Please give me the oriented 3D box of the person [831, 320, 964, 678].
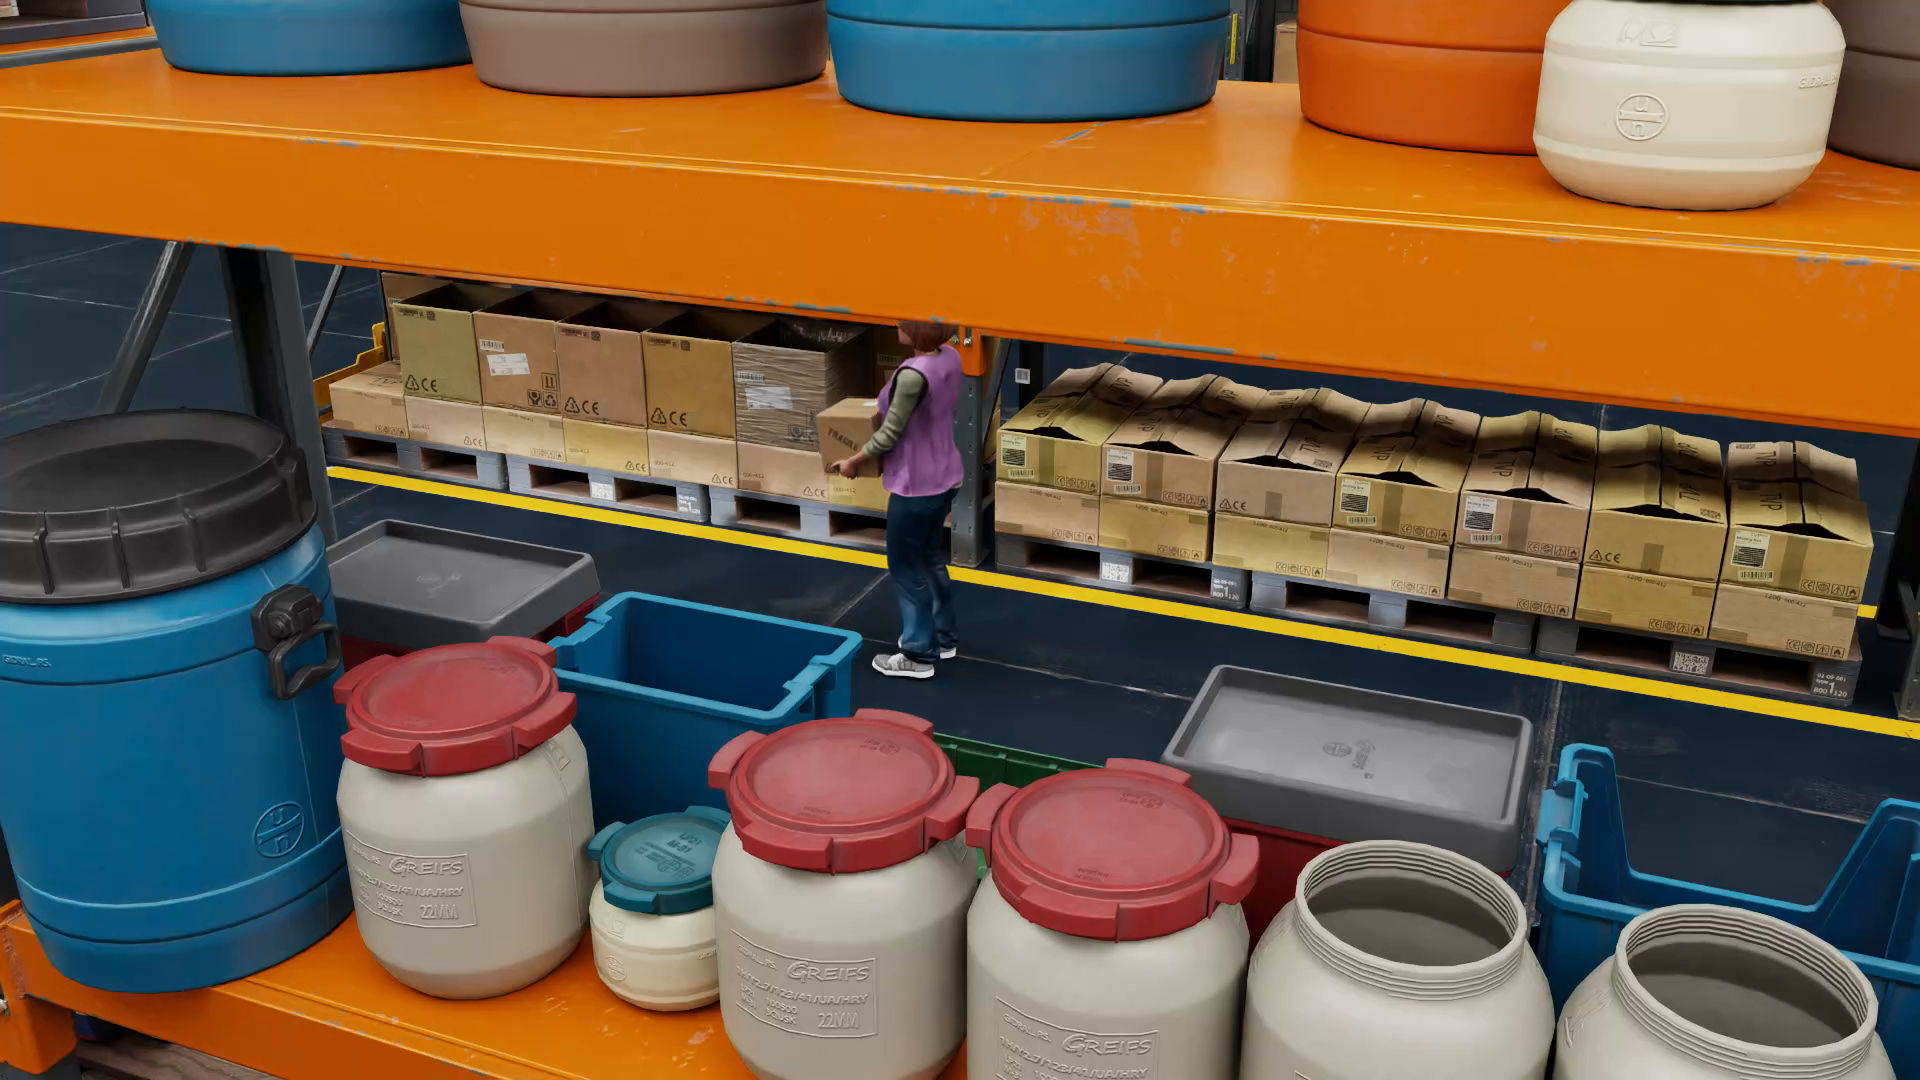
[{"bbox_3d":[-0.235,-0.226,6.646,0.492,1.594,0.419,10,25,23],"label":"person"}]
